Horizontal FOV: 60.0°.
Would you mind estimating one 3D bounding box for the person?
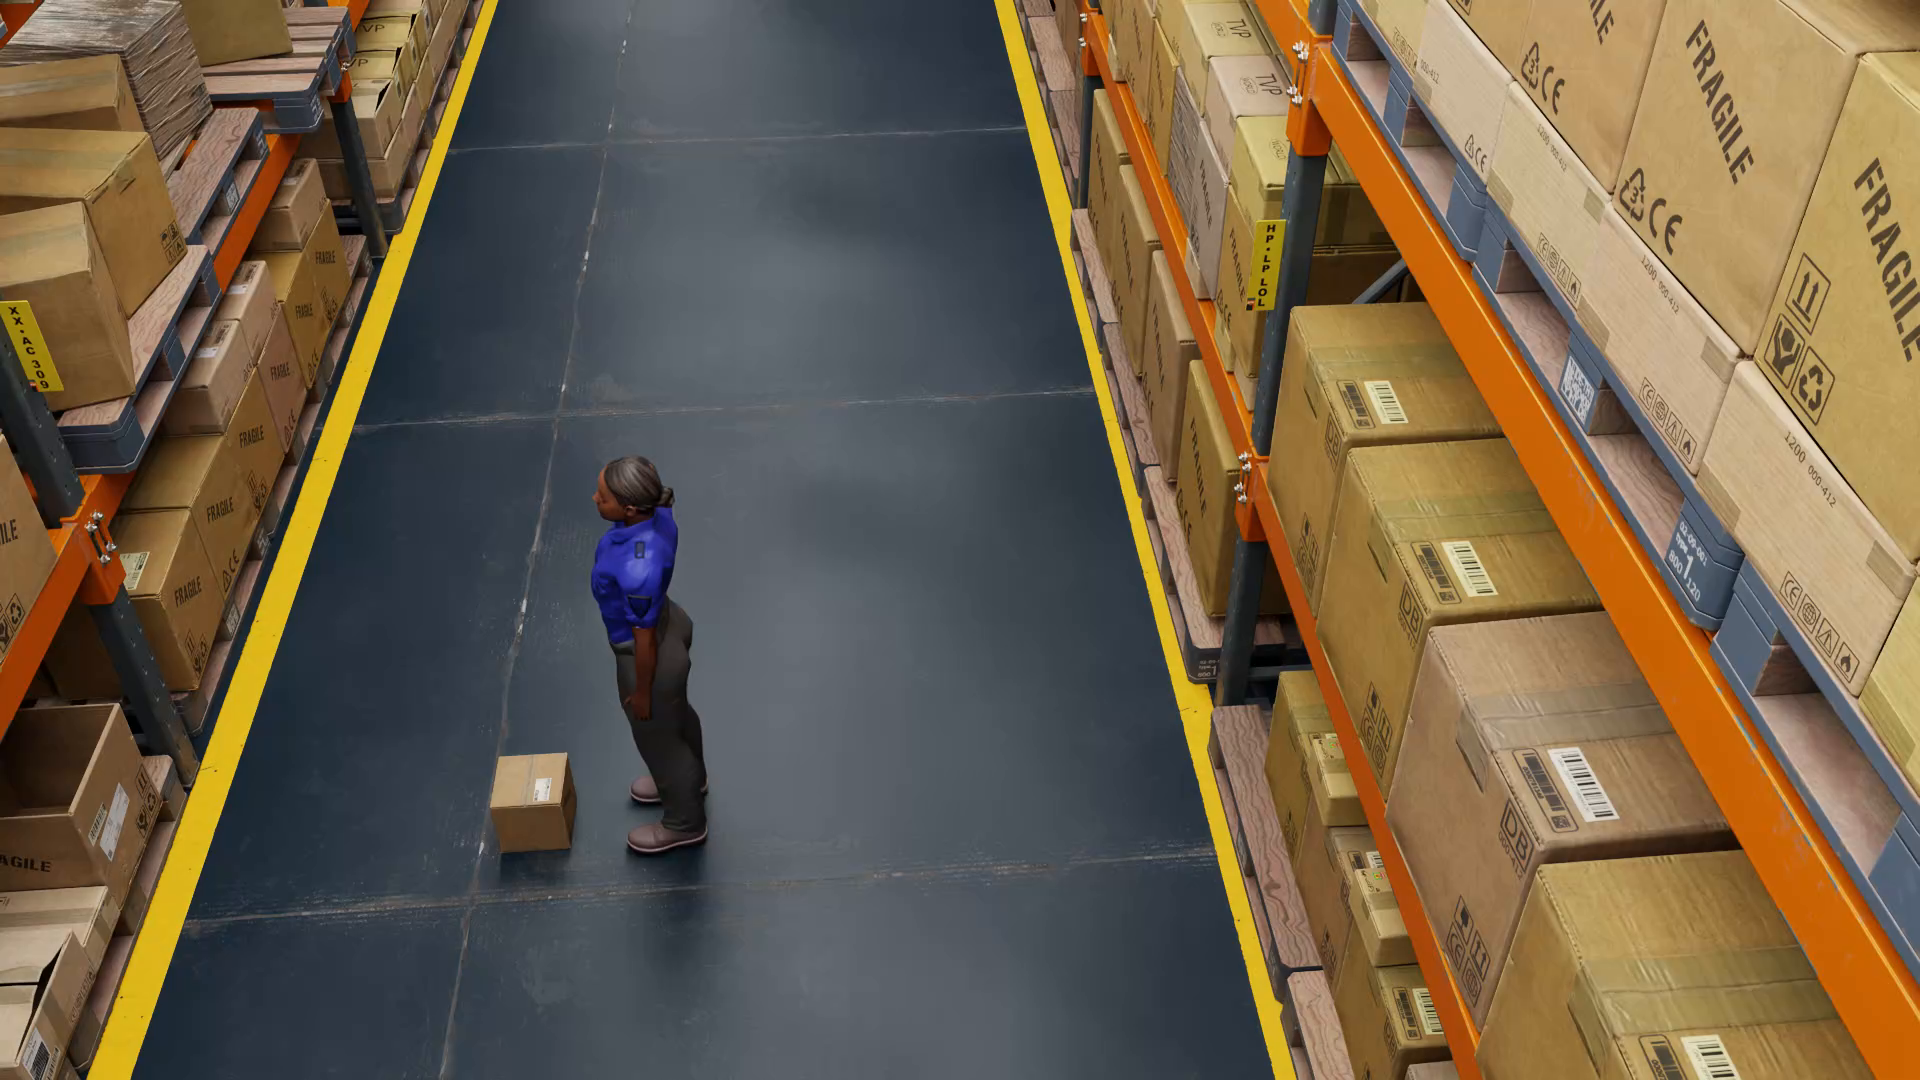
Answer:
[{"bbox_3d":[-1.062,0.434,5.679,0.367,1.609,0.453,-2,39,-3],"label":"person"}]
